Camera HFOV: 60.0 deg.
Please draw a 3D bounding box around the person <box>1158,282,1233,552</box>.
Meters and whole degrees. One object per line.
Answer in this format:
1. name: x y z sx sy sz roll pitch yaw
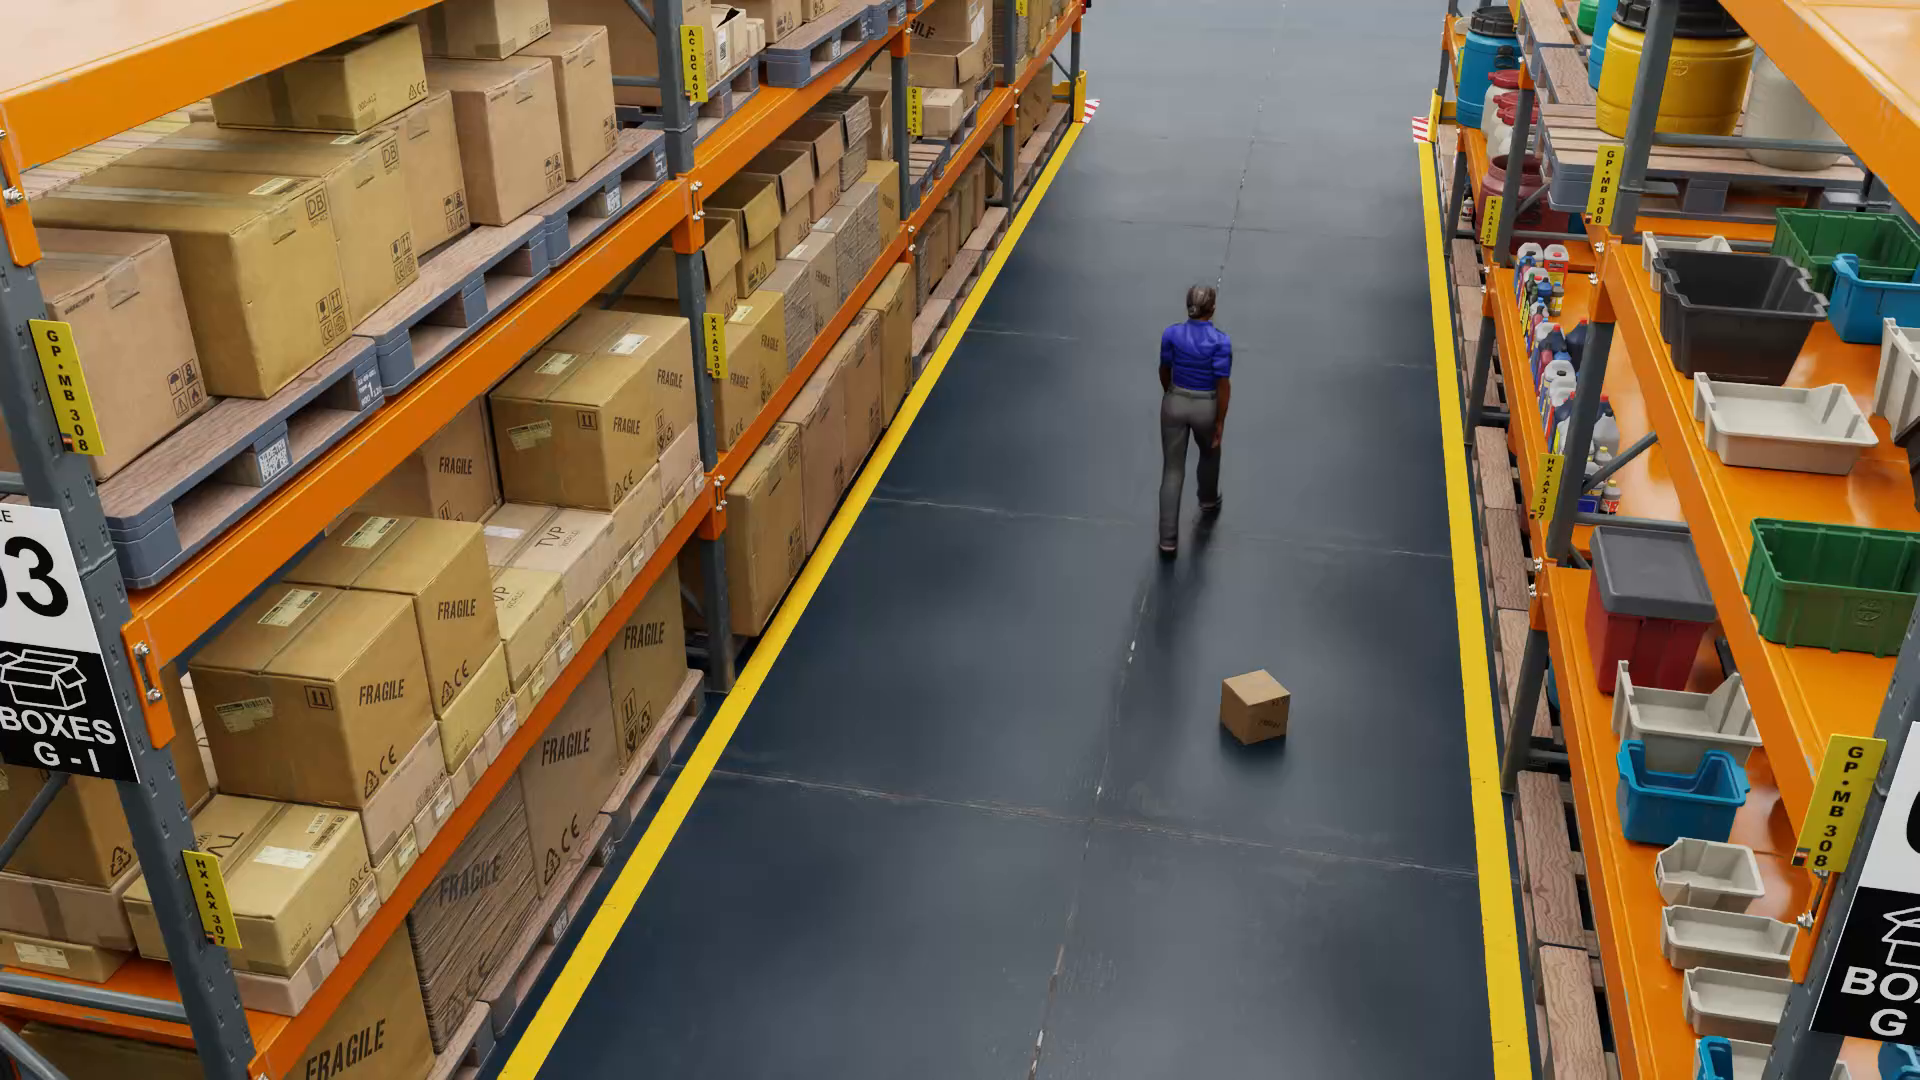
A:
1. person: 1.414 -0.809 10.051 0.458 1.619 0.953 8 30 14
